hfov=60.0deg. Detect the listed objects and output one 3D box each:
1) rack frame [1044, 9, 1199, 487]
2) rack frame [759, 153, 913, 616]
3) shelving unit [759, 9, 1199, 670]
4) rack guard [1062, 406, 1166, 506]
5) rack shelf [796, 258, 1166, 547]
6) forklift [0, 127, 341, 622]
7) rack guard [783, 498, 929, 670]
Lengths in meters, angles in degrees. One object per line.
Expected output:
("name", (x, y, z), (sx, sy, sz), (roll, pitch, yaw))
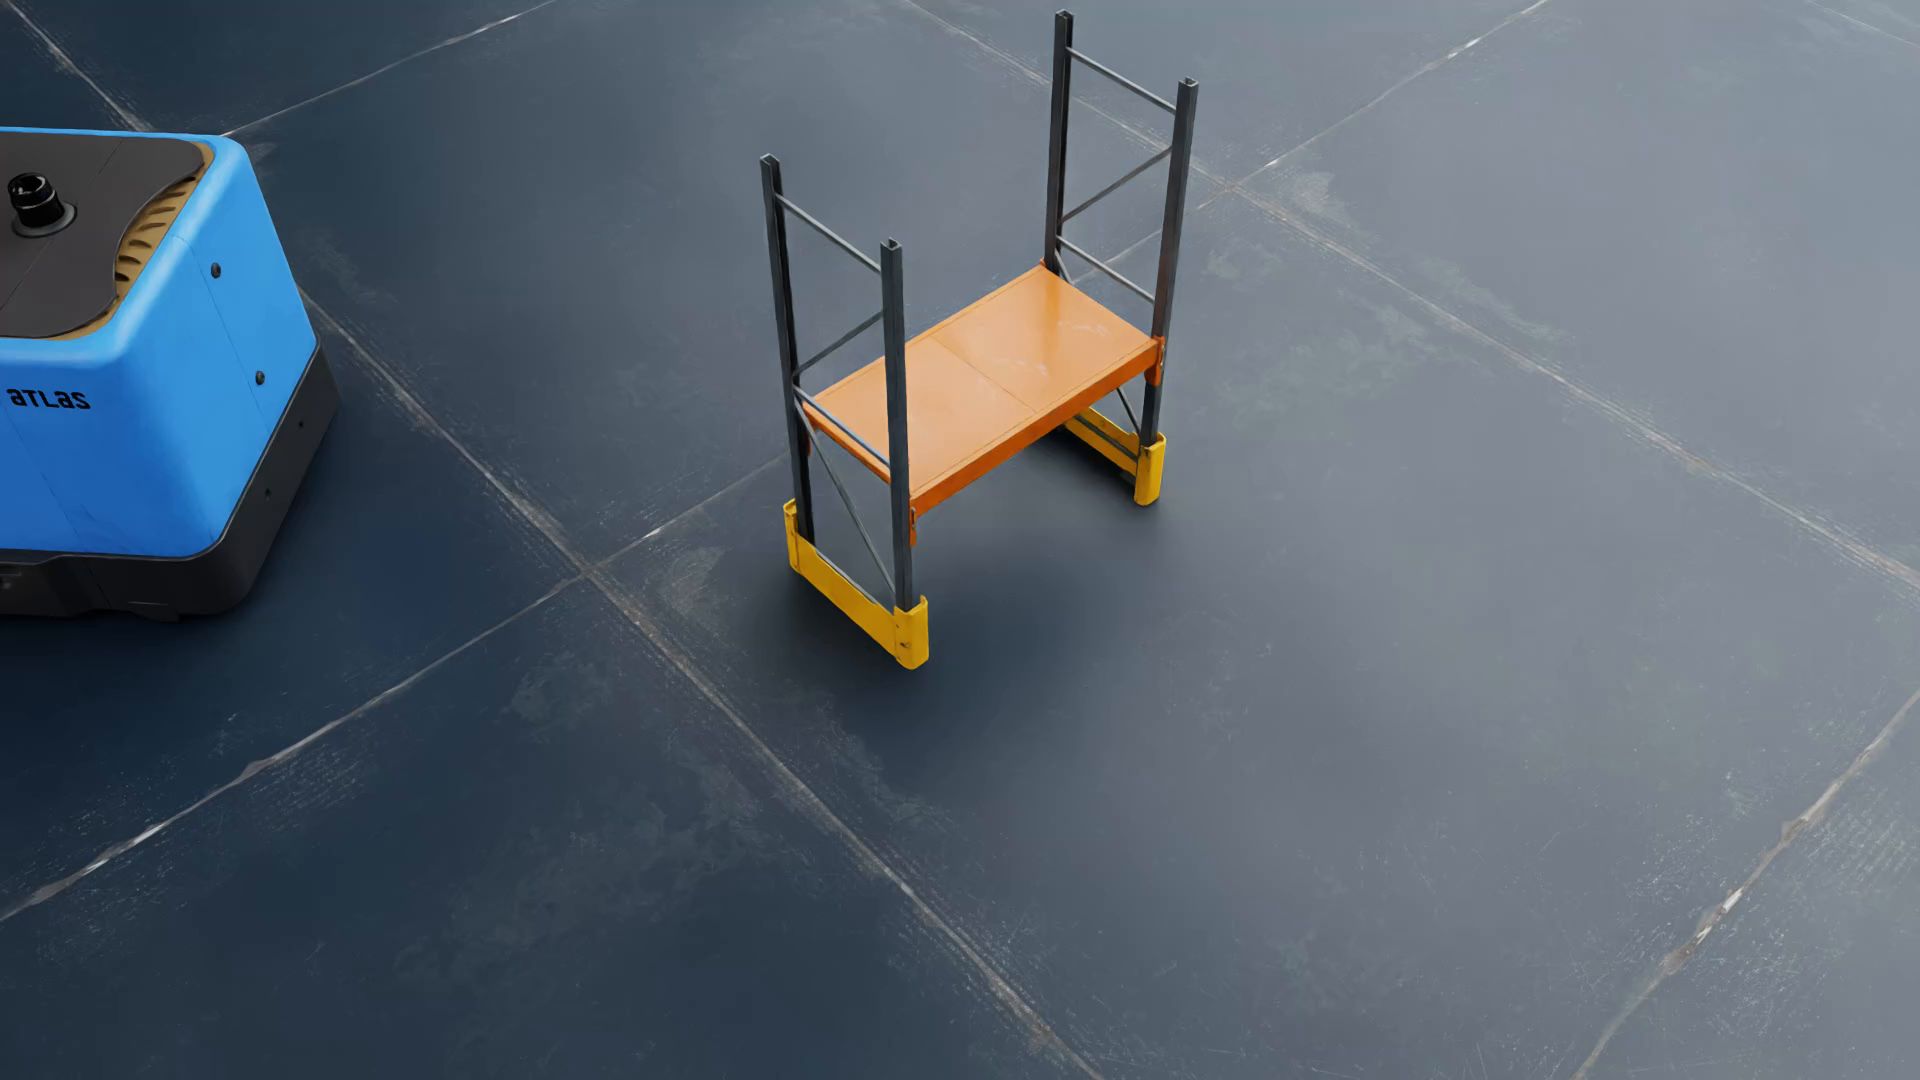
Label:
("rack frame", (0.439, -0.802, 4.970), (0.032, 1.500, 0.500), (-34, 56, -27))
("rack frame", (-0.313, -0.299, 4.506), (0.032, 1.500, 0.500), (-34, 56, -27))
("shelving unit", (0.056, -0.546, 4.734), (1.083, 1.500, 0.587), (-34, 56, -27))
("rack guard", (0.425, -0.369, 5.420), (0.087, 0.250, 0.587), (-34, 56, -27))
("rack shelf", (0.063, -0.429, 4.870), (1.000, 0.185, 0.538), (-34, 56, -27))
("forklift", (-3.622, -1.179, 4.344), (3.031, 2.935, 1.130), (3, 47, 3))
("rack guard", (-0.312, 0.124, 4.966), (0.087, 0.250, 0.587), (-34, 56, -27))
